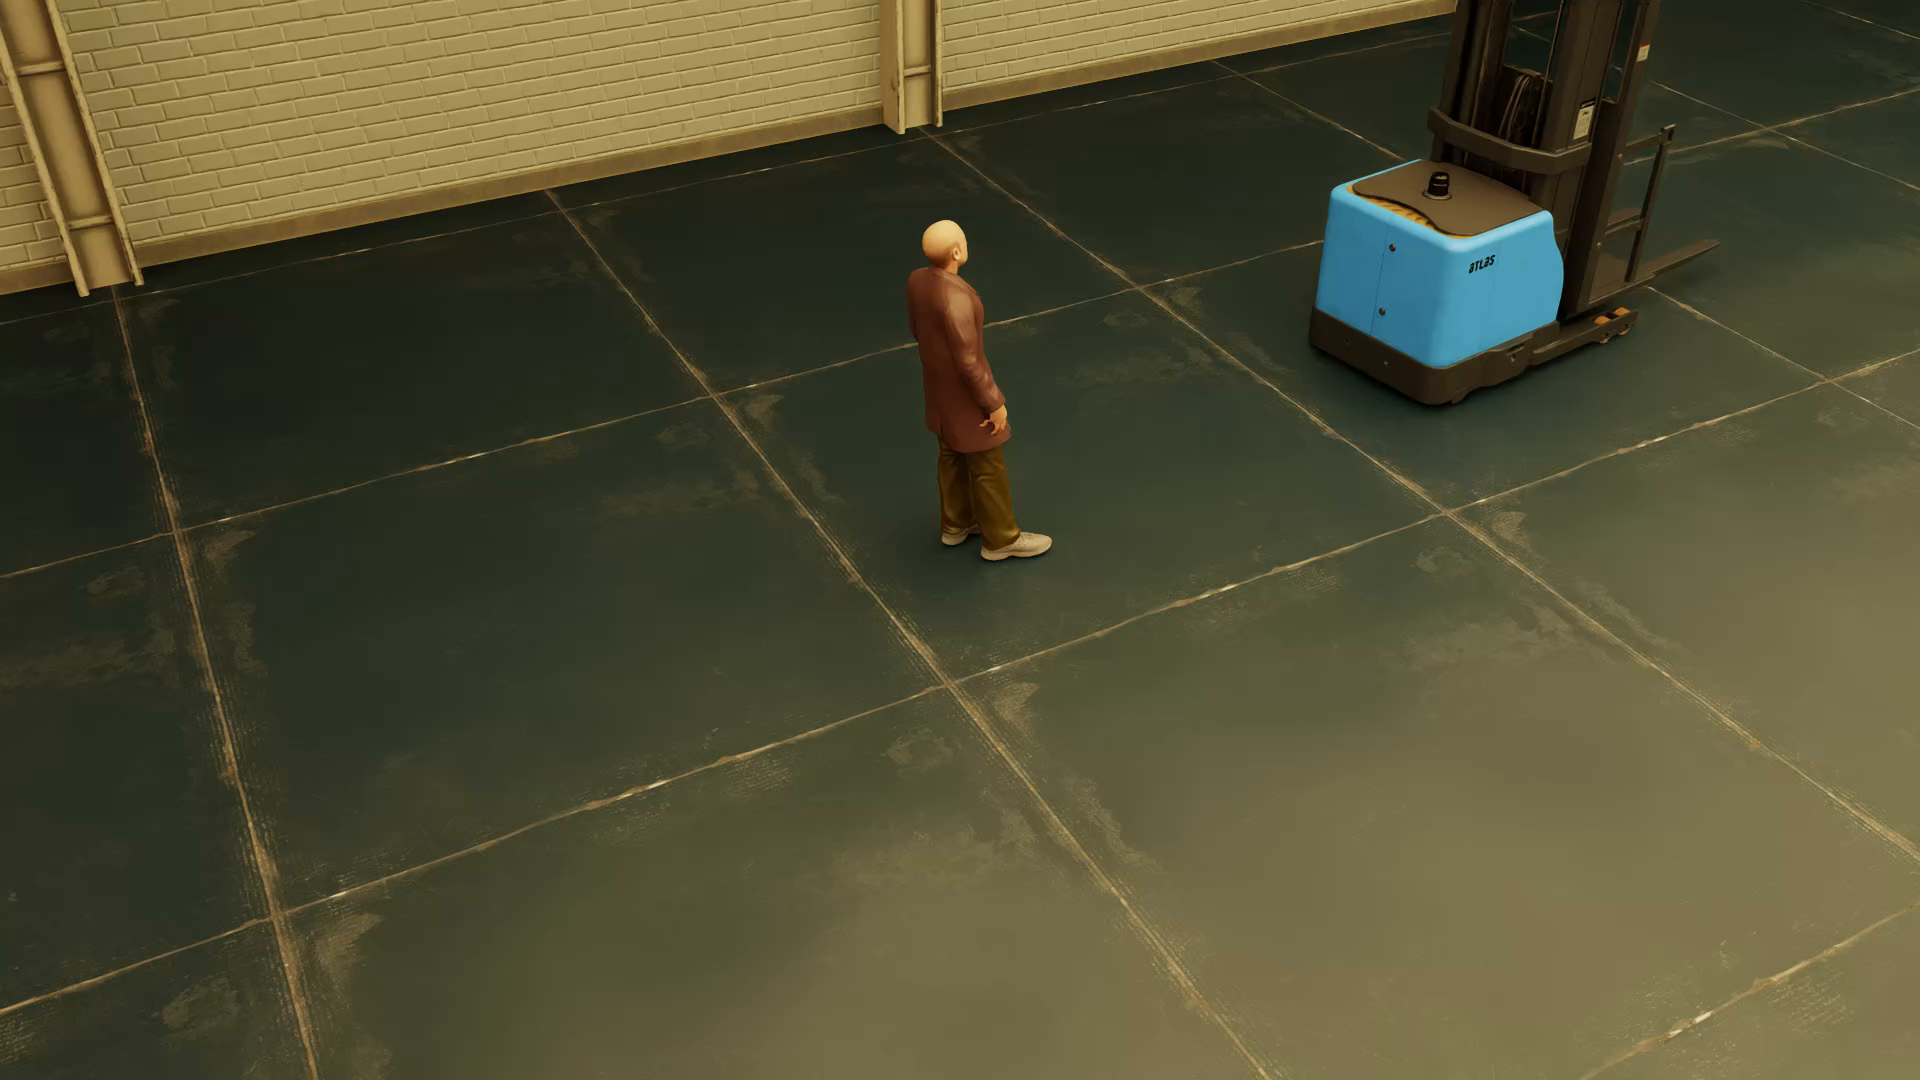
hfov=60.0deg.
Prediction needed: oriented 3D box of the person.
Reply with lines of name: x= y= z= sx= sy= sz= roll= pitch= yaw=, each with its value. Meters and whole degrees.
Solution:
person: x=0.082 y=-0.749 z=8.180 sx=0.582 sy=1.762 sz=0.696 roll=-17 pitch=39 yaw=-23

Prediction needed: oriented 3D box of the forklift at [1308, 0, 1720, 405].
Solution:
forklift: x=3.648 y=-2.652 z=9.875 sx=3.031 sy=2.935 sz=1.130 roll=-22 pitch=41 yaw=-28
